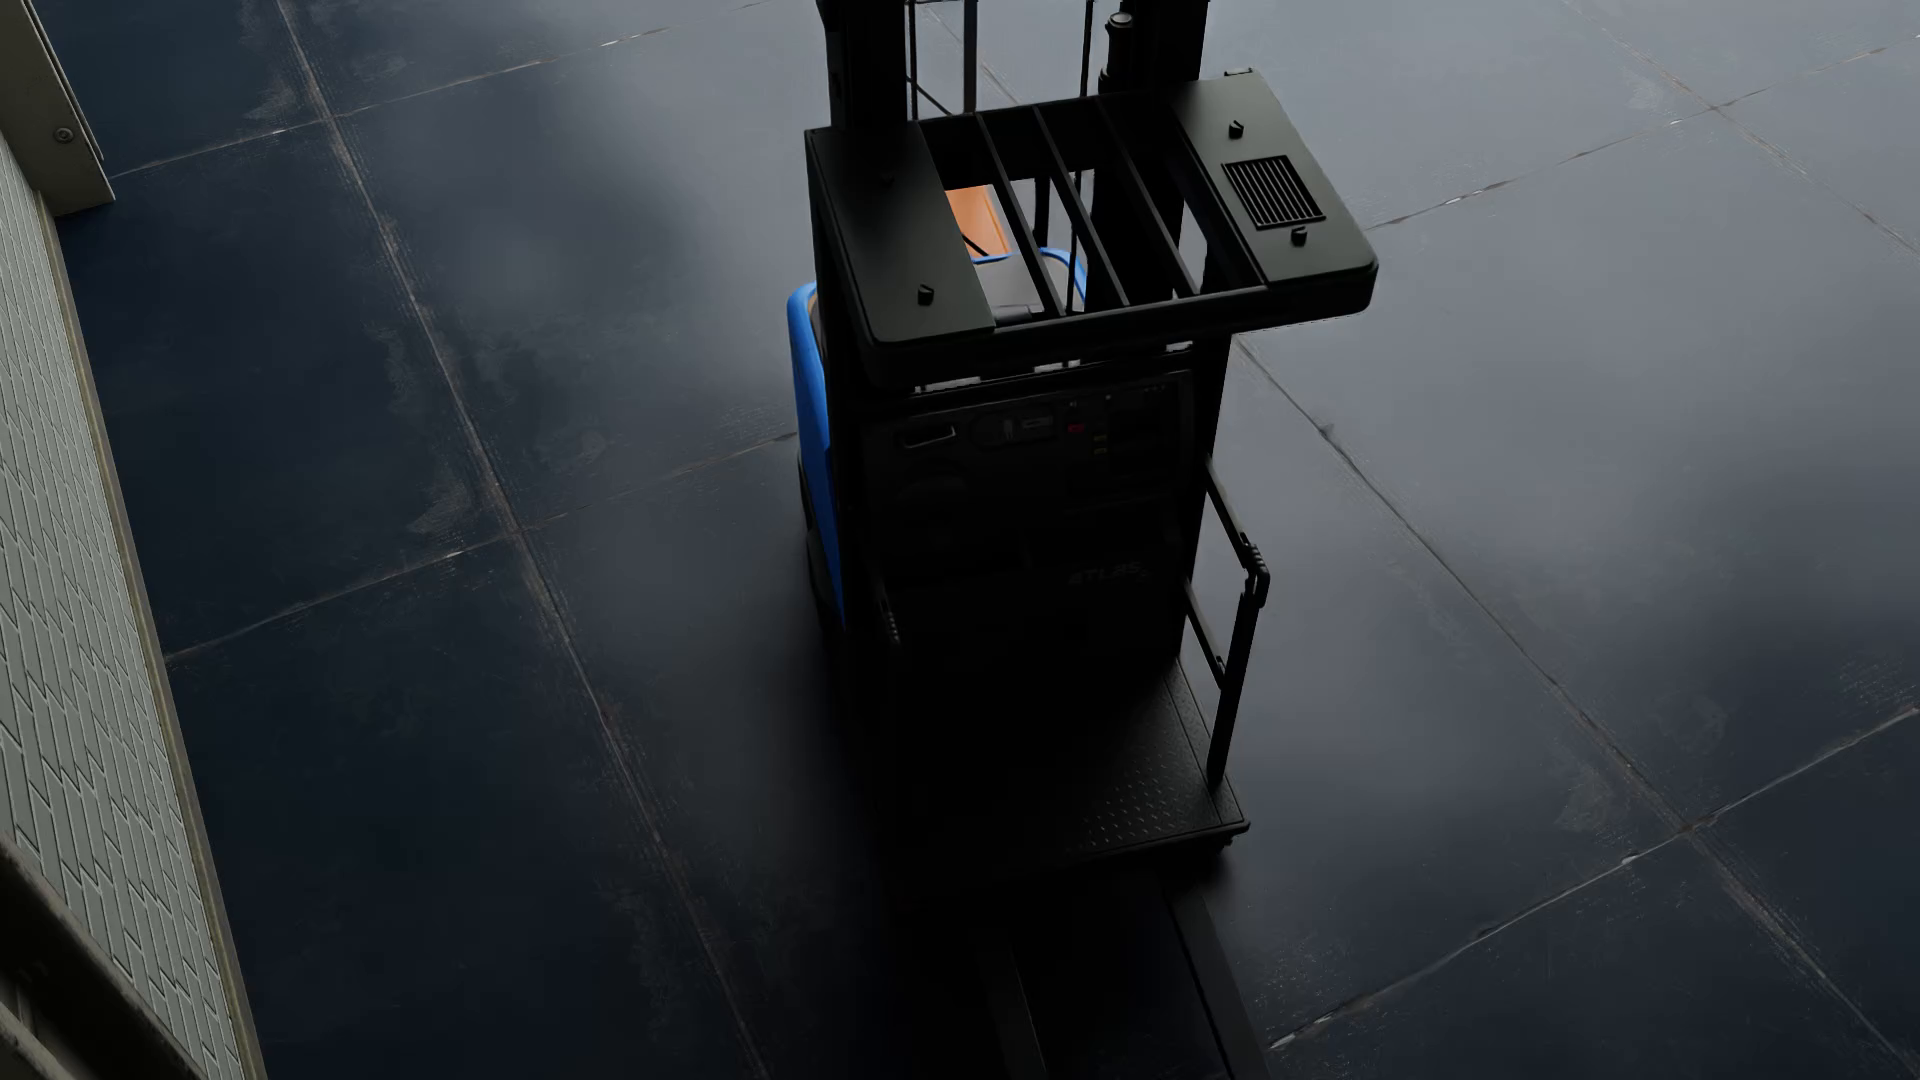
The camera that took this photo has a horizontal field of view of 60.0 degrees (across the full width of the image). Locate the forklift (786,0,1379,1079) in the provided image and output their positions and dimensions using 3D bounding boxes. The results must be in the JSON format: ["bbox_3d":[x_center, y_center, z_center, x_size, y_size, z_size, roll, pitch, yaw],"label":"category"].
[{"bbox_3d":[0.245,-0.121,4.409,1.130,2.935,3.031,-10,50,-9],"label":"forklift"}]

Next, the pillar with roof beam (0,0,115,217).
[{"bbox_3d":[-0.265,-6.079,5.589,9.100,9.000,0.400,-21,52,-18],"label":"pillar with roof beam"}]

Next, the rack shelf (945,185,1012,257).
[{"bbox_3d":[-0.064,-1.066,6.425,0.538,0.185,1.000,-10,50,-9],"label":"rack shelf"}]

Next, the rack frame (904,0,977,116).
[{"bbox_3d":[-0.183,-1.556,6.615,0.500,1.500,0.032,-10,50,-9],"label":"rack frame"}]

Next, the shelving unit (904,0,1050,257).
[{"bbox_3d":[-0.066,-1.191,6.295,0.587,1.500,1.083,-10,50,-9],"label":"shelving unit"}]

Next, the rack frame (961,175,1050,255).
[{"bbox_3d":[0.055,-0.812,5.964,0.500,1.500,0.032,-10,50,-9],"label":"rack frame"}]
